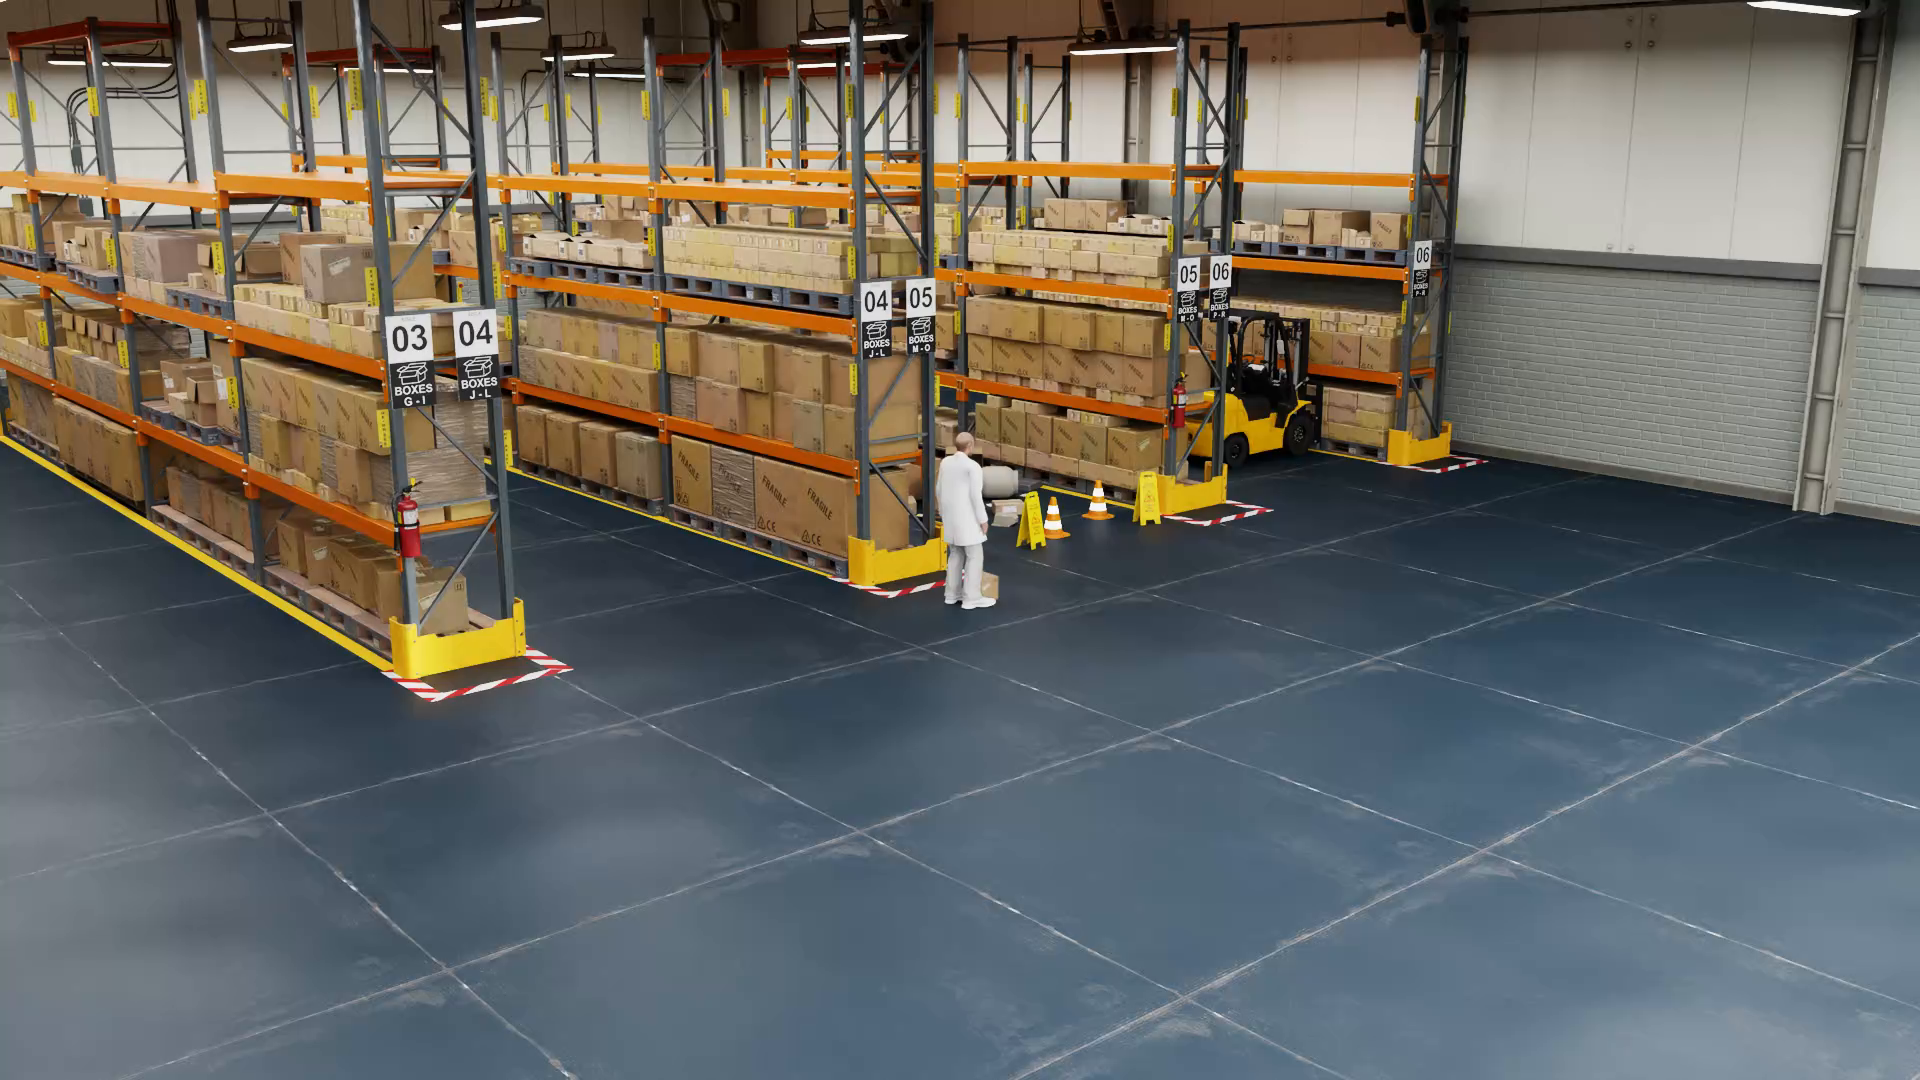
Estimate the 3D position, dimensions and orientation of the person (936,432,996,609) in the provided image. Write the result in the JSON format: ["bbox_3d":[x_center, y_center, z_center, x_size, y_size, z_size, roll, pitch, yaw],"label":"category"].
[{"bbox_3d":[0.030,-0.211,16.891,0.429,1.772,0.647,-13,19,-43],"label":"person"}]
